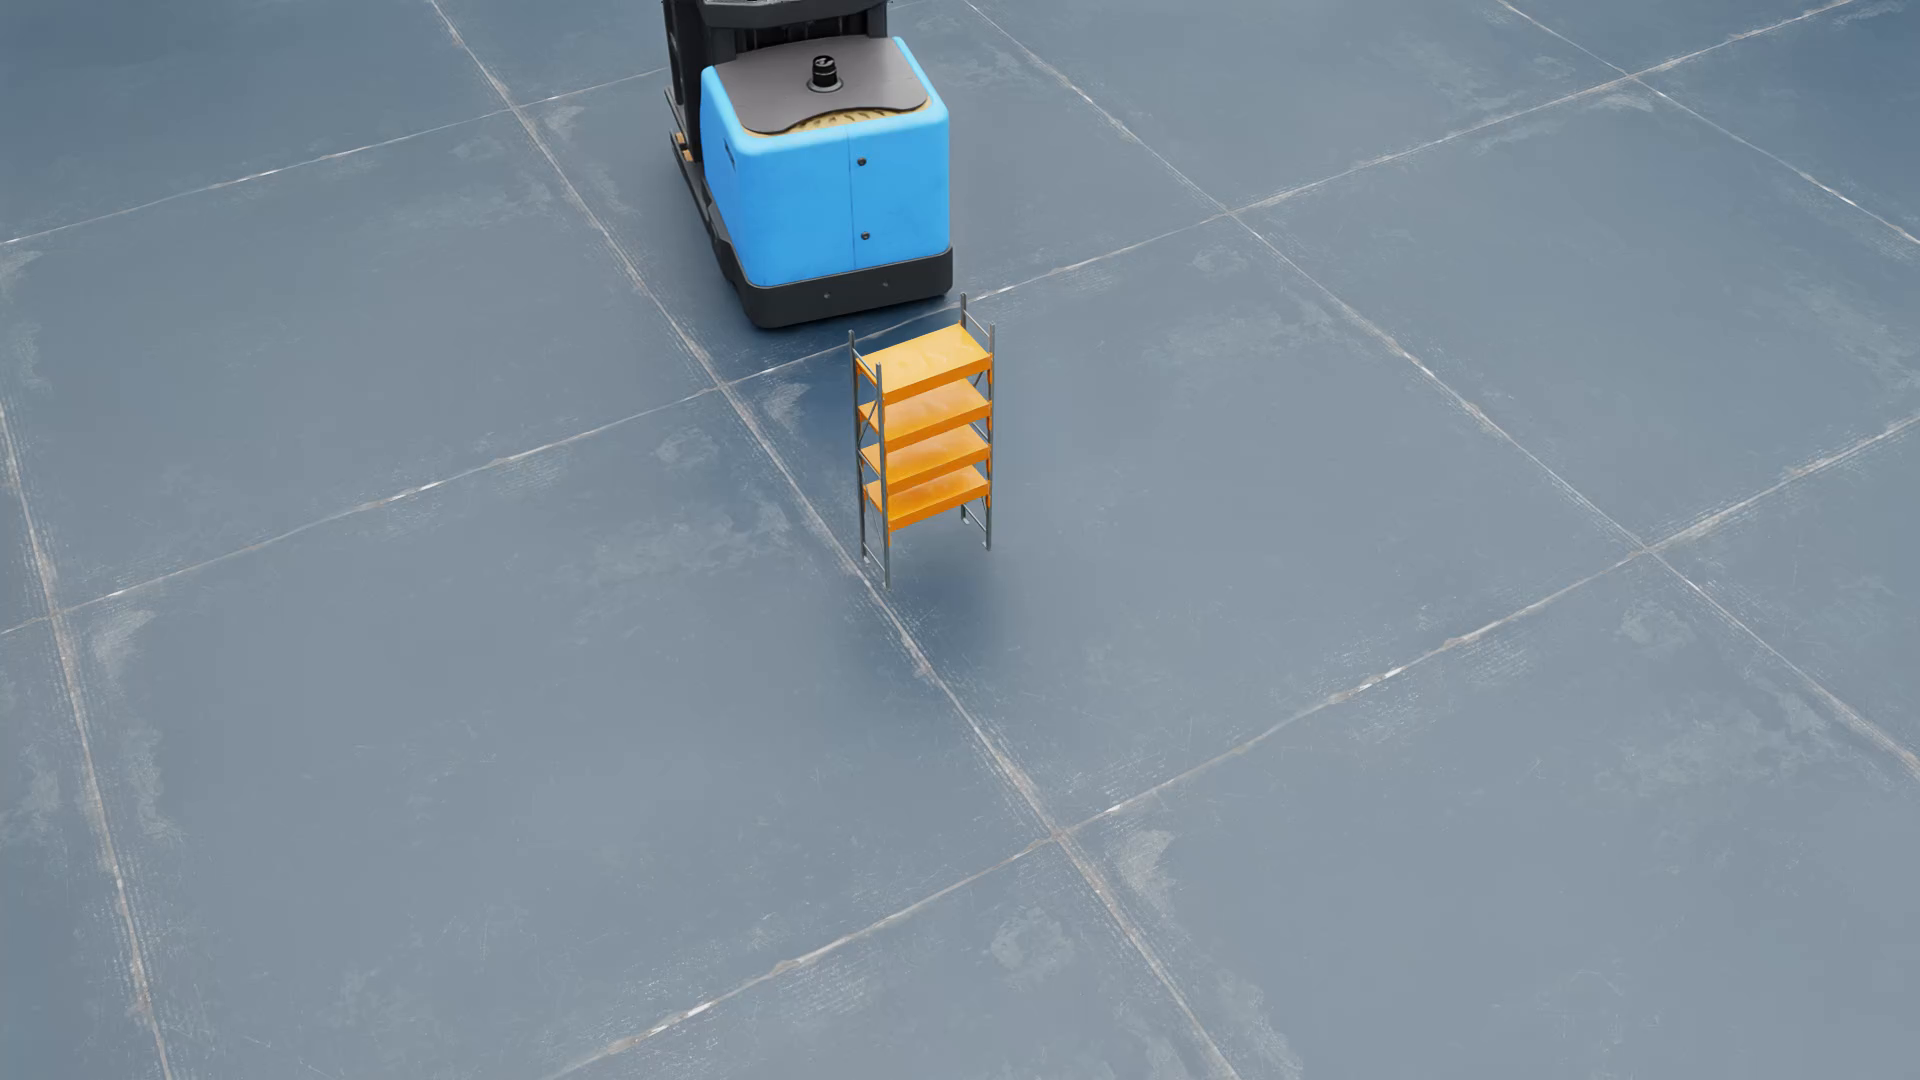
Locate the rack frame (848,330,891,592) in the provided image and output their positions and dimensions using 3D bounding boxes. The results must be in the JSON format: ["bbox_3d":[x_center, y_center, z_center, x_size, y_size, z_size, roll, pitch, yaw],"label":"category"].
[{"bbox_3d":[-0.355,-0.288,6.615,0.015,1.200,0.240,-22,48,-21],"label":"rack frame"}]

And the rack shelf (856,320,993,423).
[{"bbox_3d":[-0.144,-0.655,6.429,0.480,0.148,0.258,-22,48,-21],"label":"rack shelf"}]

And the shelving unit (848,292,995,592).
[{"bbox_3d":[-0.144,-0.373,6.702,0.503,1.200,0.258,-22,48,-21],"label":"shelving unit"}]

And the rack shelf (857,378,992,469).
[{"bbox_3d":[-0.144,-0.485,6.593,0.480,0.148,0.258,-22,48,-21],"label":"rack shelf"}]

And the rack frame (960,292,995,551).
[{"bbox_3d":[0.068,-0.458,6.790,0.015,1.200,0.240,-22,48,-21],"label":"rack frame"}]

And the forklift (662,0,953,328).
[{"bbox_3d":[-0.988,-3.133,8.303,1.130,2.935,3.031,-13,46,-13],"label":"forklift"}]

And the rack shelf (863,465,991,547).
[{"bbox_3d":[-0.144,-0.182,6.887,0.480,0.148,0.258,-22,48,-21],"label":"rack shelf"}]

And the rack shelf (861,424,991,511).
[{"bbox_3d":[-0.144,-0.325,6.749,0.480,0.148,0.258,-22,48,-21],"label":"rack shelf"}]
